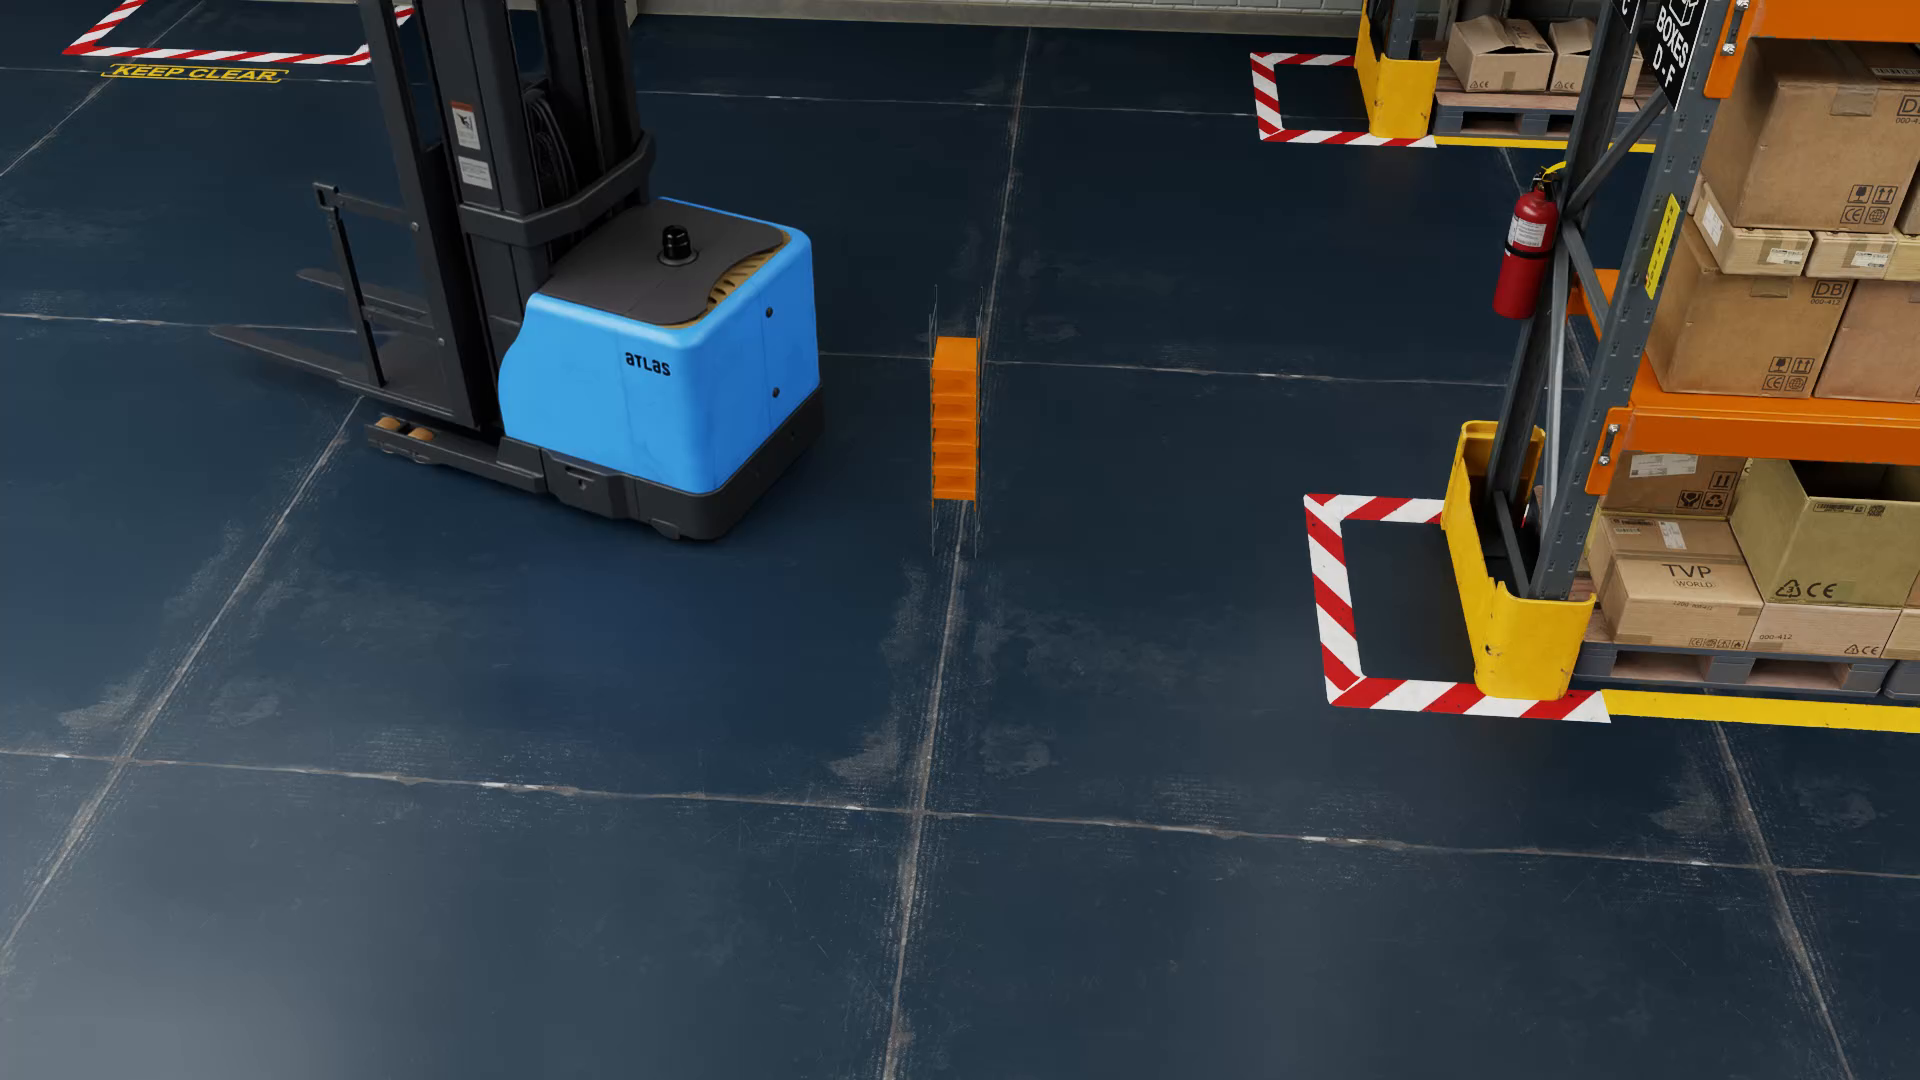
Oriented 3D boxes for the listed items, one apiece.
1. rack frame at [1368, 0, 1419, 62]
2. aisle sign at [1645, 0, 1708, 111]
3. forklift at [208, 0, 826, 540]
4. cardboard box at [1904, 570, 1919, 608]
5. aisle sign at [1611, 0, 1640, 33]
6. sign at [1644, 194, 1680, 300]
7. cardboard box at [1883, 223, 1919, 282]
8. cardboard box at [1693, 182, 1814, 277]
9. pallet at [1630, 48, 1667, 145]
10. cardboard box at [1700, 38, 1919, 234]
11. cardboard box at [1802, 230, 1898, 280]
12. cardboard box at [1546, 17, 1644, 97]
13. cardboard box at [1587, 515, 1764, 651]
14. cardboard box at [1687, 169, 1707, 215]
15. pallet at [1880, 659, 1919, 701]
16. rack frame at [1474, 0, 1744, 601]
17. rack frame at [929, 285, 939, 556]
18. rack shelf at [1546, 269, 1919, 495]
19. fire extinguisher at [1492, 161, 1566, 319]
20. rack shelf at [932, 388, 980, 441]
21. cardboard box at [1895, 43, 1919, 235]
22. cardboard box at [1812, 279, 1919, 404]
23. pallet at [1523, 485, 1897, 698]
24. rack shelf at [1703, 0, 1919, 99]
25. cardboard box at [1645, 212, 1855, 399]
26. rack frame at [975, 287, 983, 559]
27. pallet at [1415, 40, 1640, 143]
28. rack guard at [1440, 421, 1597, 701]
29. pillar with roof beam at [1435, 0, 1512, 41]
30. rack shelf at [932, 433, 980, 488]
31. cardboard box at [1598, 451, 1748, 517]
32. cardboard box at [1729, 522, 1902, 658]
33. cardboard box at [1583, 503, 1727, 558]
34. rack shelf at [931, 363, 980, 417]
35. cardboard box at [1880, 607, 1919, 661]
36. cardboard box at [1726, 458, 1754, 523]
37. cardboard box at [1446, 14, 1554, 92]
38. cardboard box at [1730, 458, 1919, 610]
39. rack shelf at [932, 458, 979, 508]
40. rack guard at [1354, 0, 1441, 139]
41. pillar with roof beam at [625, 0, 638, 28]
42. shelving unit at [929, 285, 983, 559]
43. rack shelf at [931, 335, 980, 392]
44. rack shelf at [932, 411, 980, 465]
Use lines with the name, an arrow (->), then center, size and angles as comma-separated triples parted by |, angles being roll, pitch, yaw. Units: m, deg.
rack frame -> 2.698, -4.024, 9.818 | 0.127, 3.000, 1.000 | 3, 39, 4
aisle sign -> 2.182, -1.728, 4.937 | 0.004, 0.787, 0.394 | 3, 39, 4
forklift -> -2.187, -1.769, 7.102 | 3.031, 2.935, 1.130 | 17, 42, 20
cardboard box -> 3.787, -0.082, 6.225 | 0.500, 0.500, 0.500 | 3, 39, 4
aisle sign -> 2.234, -2.105, 5.401 | 0.004, 0.787, 0.394 | 3, 39, 4
sign -> 2.220, -0.926, 5.263 | 0.005, 0.325, 0.100 | 3, 39, 4
cardboard box -> 3.158, -1.015, 5.528 | 0.250, 0.149, 0.380 | 3, 39, 4
cardboard box -> 2.646, -1.042, 5.561 | 0.250, 0.149, 0.380 | 3, 39, 4
pallet -> 4.792, -2.804, 10.528 | 1.213, 0.211, 1.003 | 3, 39, 4
cardboard box -> 2.791, -1.414, 5.504 | 0.500, 0.500, 0.700 | 3, 39, 4
cardboard box -> 2.910, -1.029, 5.545 | 0.250, 0.149, 0.380 | 2, 39, 3
cardboard box -> 3.947, -3.027, 10.374 | 0.500, 0.311, 0.500 | 6, 40, 8
cardboard box -> 2.789, 0.164, 6.518 | 0.500, 0.250, 0.500 | 3, 39, 4
cardboard box -> 2.671, -1.298, 5.875 | 0.250, 0.149, 0.380 | 3, 39, 3
pallet -> 4.252, 0.256, 6.768 | 1.213, 0.211, 1.003 | 3, 39, 4
rack frame -> 2.274, -0.909, 5.990 | 0.127, 3.000, 1.000 | 3, 39, 4
rack frame -> -0.106, -0.471, 6.878 | 0.006, 1.200, 0.240 | 3, 39, 4
rack shelf -> 4.267, -0.521, 6.083 | 4.000, 0.370, 1.077 | 3, 39, 4
fire extinguisher -> 2.196, -1.177, 6.381 | 0.183, 0.674, 0.296 | 3, 39, 4
rack shelf -> -0.014, -0.525, 6.824 | 0.180, 0.103, 0.258 | 3, 39, 4
cardboard box -> 3.315, -1.389, 5.473 | 0.500, 0.500, 0.700 | 2, 39, 3
cardboard box -> 3.262, -0.888, 5.886 | 0.500, 0.500, 0.700 | 4, 39, 5
pallet -> 3.040, 0.188, 6.851 | 1.213, 0.211, 1.003 | 3, 39, 4
rack shelf -> 4.267, -1.684, 5.136 | 4.000, 0.370, 1.077 | 3, 39, 4
cardboard box -> 2.738, -0.914, 5.917 | 0.500, 0.500, 0.700 | 3, 39, 4
rack frame -> 0.077, -0.461, 6.866 | 0.006, 1.200, 0.240 | 3, 39, 4
pallet -> 3.580, -2.872, 10.611 | 1.213, 0.211, 1.003 | 3, 39, 4
rack guard -> 2.250, 0.060, 6.781 | 0.348, 0.500, 1.175 | 3, 39, 4
pillar with roof beam -> 3.098, -4.149, 5.219 | 0.400, 9.000, 9.100 | 3, 39, 4
rack shelf -> -0.014, -0.339, 6.976 | 0.180, 0.103, 0.258 | 3, 39, 4
cardboard box -> 2.834, -0.454, 6.683 | 0.500, 0.500, 0.500 | 3, 39, 4
cardboard box -> 3.288, 0.189, 6.487 | 0.500, 0.250, 0.500 | 3, 39, 4
cardboard box -> 2.834, -0.162, 6.918 | 0.500, 0.250, 0.500 | 3, 39, 4
rack shelf -> -0.014, -0.618, 6.749 | 0.180, 0.103, 0.258 | 3, 39, 4
cardboard box -> 3.786, 0.217, 6.453 | 0.500, 0.250, 0.500 | 3, 39, 4
cardboard box -> 3.333, -0.142, 6.894 | 0.500, 0.250, 0.500 | 3, 39, 4
cardboard box -> 3.379, -3.058, 10.412 | 0.500, 0.311, 0.500 | -1, 39, -1
cardboard box -> 3.288, -0.101, 6.249 | 0.500, 0.500, 0.500 | 3, 39, 4
rack shelf -> -0.014, -0.246, 7.052 | 0.180, 0.103, 0.258 | 3, 39, 4
rack guard -> 2.774, -3.051, 10.602 | 0.348, 0.500, 1.175 | 3, 39, 4
pillar with roof beam -> -2.879, -4.476, 5.621 | 0.400, 9.000, 9.100 | 3, 39, 4
shelving unit -> -0.014, -0.466, 6.872 | 0.189, 1.200, 0.258 | 3, 39, 4
rack shelf -> -0.014, -0.711, 6.673 | 0.180, 0.103, 0.258 | 3, 39, 4
rack shelf -> -0.014, -0.432, 6.900 | 0.180, 0.103, 0.258 | 3, 39, 4
